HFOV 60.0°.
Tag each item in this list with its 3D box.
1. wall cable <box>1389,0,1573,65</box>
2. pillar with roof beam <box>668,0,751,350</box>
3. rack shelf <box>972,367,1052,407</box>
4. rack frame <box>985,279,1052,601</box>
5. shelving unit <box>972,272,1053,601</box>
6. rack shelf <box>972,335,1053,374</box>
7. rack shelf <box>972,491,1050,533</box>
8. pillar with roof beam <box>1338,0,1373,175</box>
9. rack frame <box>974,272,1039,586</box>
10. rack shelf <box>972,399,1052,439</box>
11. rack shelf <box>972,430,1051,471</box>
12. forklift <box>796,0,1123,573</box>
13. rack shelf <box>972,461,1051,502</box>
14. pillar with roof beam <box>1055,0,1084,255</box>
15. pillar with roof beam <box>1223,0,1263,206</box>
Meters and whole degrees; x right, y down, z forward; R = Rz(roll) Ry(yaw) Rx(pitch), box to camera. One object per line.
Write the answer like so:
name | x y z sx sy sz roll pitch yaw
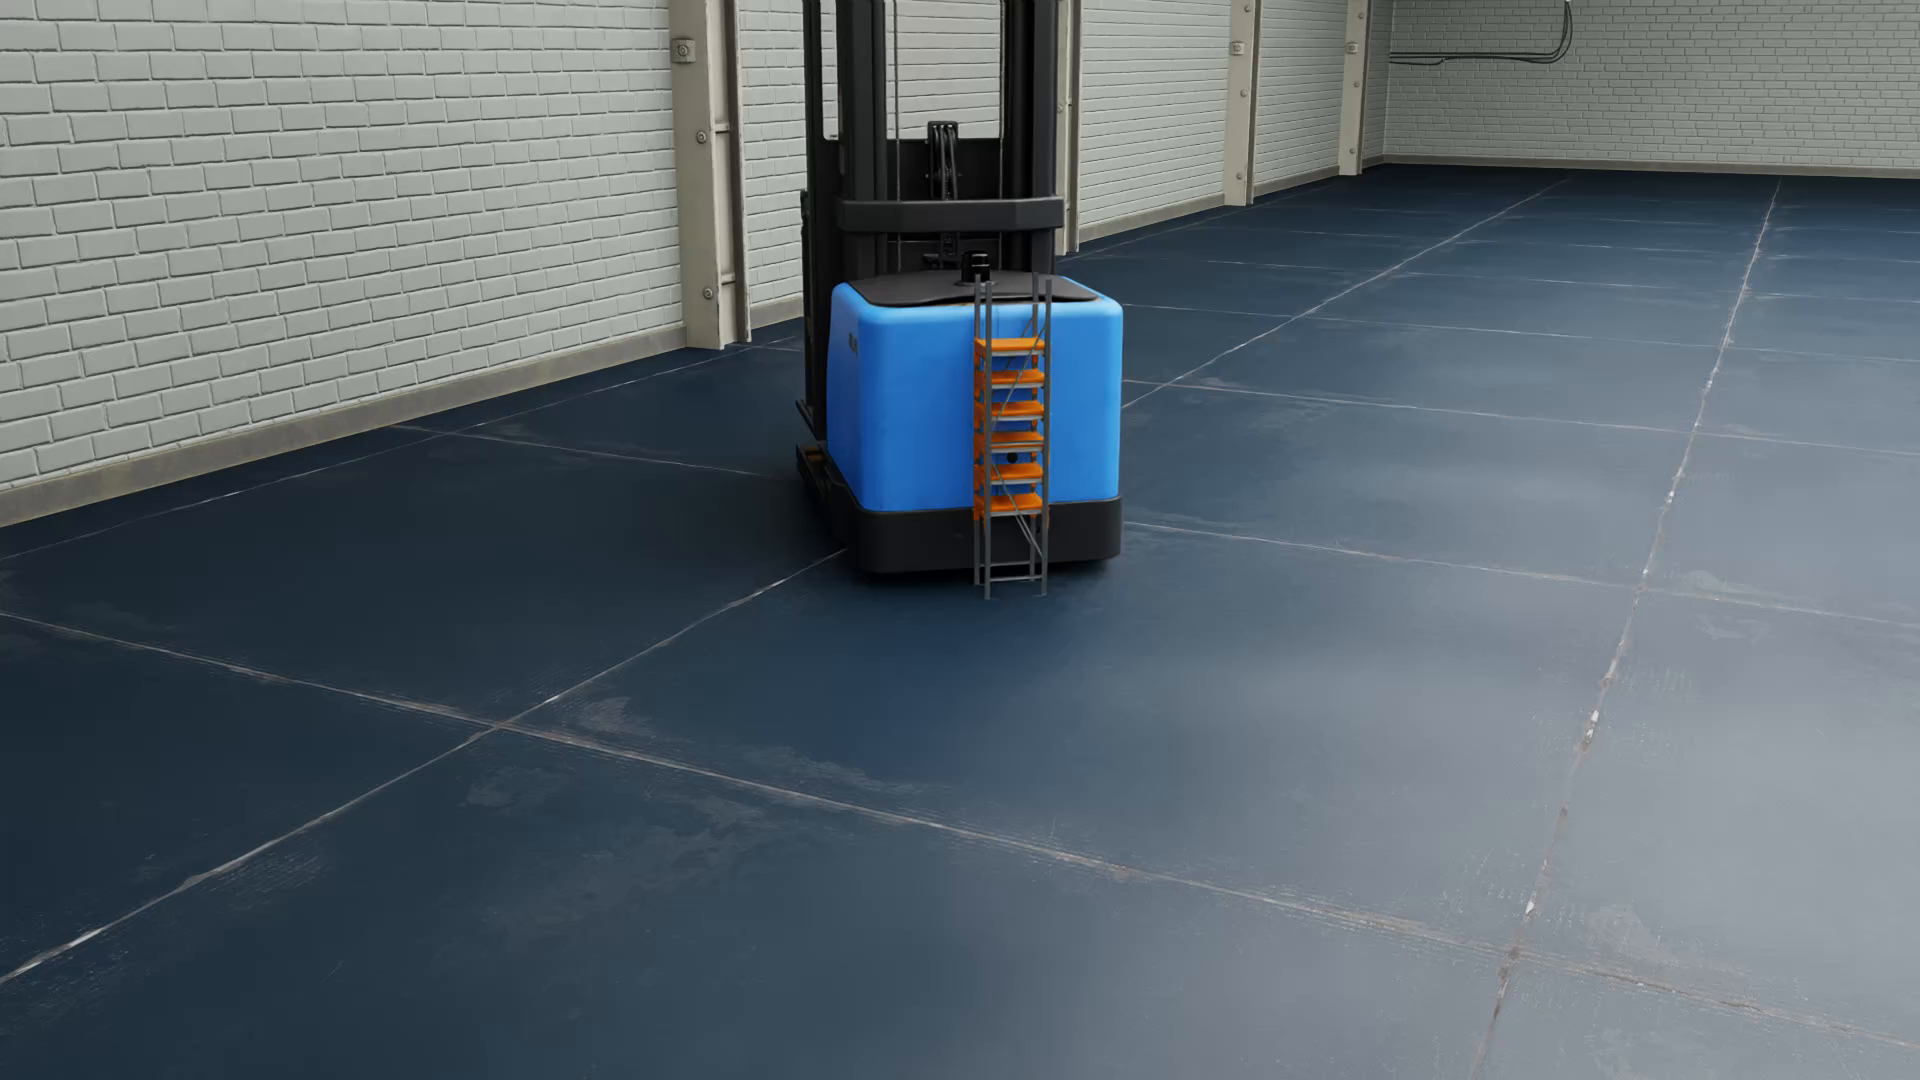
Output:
wall cable | 8.844 -9.371 28.222 3.097 2.526 0.112 8 18 25
pillar with roof beam | 2.152 -5.144 8.539 9.100 9.000 0.400 8 18 25
rack shelf | 0.191 -0.566 6.136 0.258 0.103 0.180 -3 17 -12
rack frame | 0.210 -0.353 6.106 0.240 1.200 0.006 -3 17 -12
shelving unit | 0.191 -0.379 6.192 0.258 1.200 0.189 -3 17 -12
rack shelf | 0.191 -0.681 6.102 0.258 0.103 0.180 -3 17 -12
rack shelf | 0.191 -0.106 6.273 0.258 0.103 0.180 -3 17 -12
pillar with roof beam | 10.196 -9.729 23.976 9.100 9.000 0.400 8 18 25
rack frame | 0.172 -0.404 6.277 0.240 1.200 0.006 -3 17 -12
rack shelf | 0.191 -0.451 6.170 0.258 0.103 0.180 -3 17 -12
rack shelf | 0.191 -0.336 6.204 0.258 0.103 0.180 -3 17 -12
forklift | -0.172 -1.656 7.451 1.130 2.935 3.031 -3 17 -12
rack shelf | 0.191 -0.221 6.238 0.258 0.103 0.180 -3 17 -12
pillar with roof beam | 4.833 -6.673 13.685 9.100 9.000 0.400 8 18 25
pillar with roof beam | 7.515 -8.201 18.830 9.100 9.000 0.400 8 18 25
